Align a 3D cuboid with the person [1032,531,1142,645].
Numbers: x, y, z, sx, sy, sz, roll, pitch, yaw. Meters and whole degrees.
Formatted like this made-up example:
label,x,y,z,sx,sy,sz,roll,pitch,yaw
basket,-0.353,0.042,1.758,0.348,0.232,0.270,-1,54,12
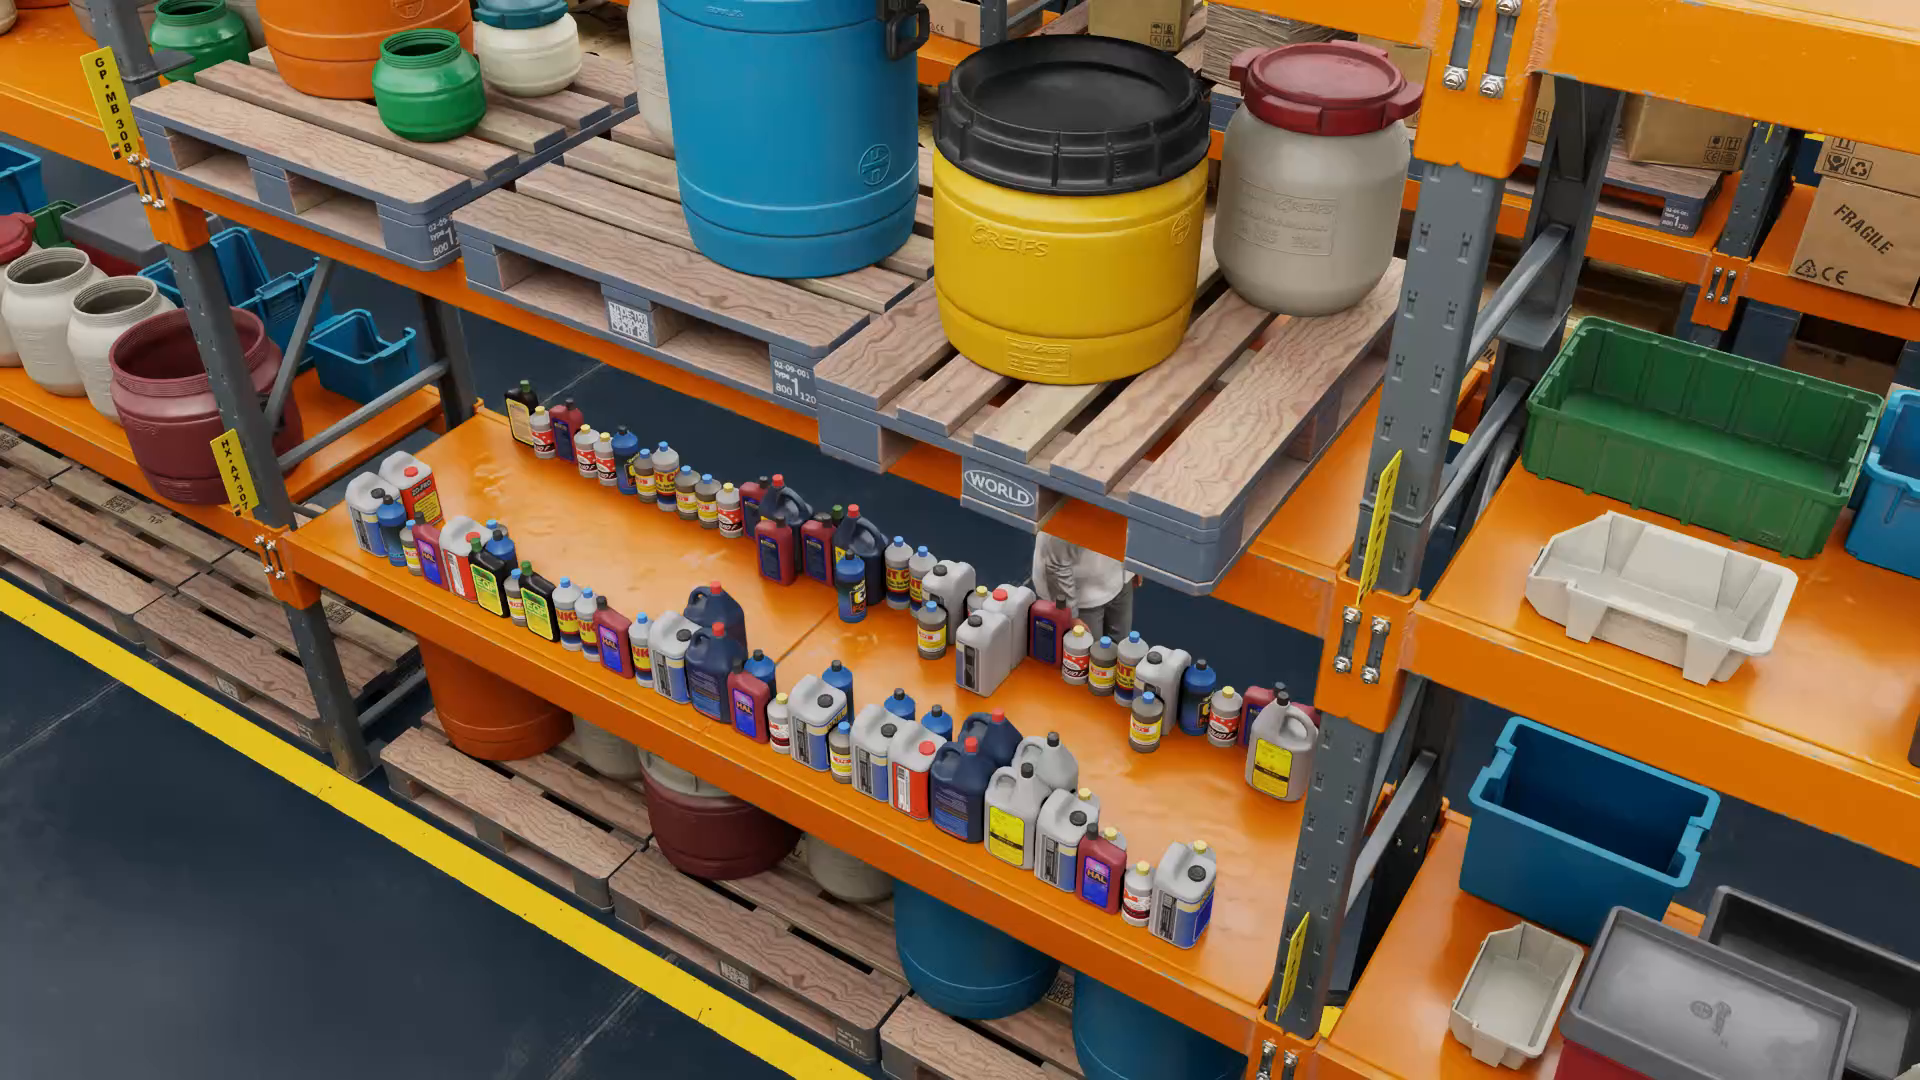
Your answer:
label,x,y,z,sx,sy,sz,roll,pitch,yaw
person,0.522,0.170,6.442,0.460,1.772,0.581,22,43,25
